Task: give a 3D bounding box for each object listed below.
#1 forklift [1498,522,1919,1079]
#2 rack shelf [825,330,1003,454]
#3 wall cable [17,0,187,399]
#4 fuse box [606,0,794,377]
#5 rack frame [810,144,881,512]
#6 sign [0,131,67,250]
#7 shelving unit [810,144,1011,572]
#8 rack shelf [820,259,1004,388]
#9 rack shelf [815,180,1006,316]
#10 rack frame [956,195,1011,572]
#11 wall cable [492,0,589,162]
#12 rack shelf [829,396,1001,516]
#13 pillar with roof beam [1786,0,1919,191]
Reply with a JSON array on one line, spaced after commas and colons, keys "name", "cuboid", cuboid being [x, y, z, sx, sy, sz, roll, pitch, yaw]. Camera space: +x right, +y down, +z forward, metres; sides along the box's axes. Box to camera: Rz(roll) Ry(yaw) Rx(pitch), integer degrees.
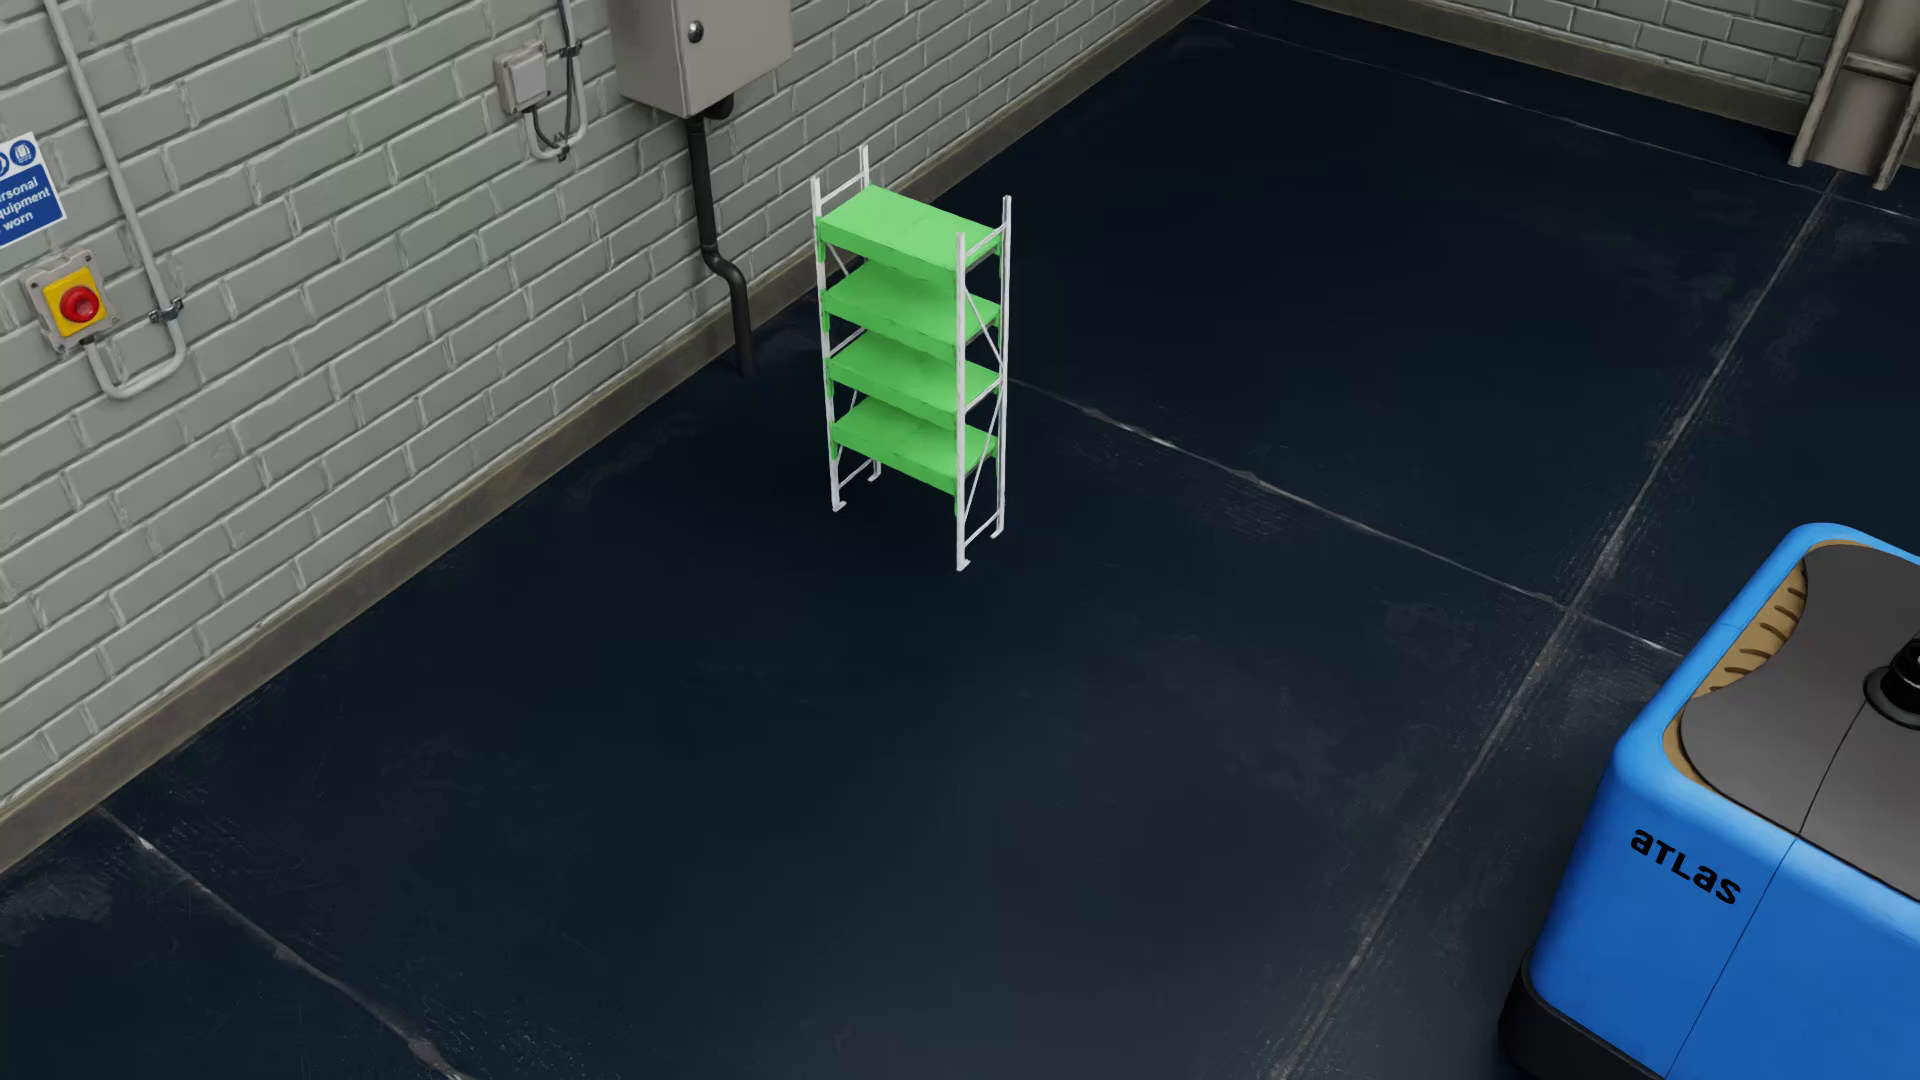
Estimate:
[{"name": "forklift", "cuboid": [2.676, 0.544, 2.444, 3.031, 2.935, 1.130, 31, 51, 30]}, {"name": "rack shelf", "cuboid": [-0.136, -0.463, 4.963, 0.480, 0.148, 0.258, 25, 48, 25]}, {"name": "wall cable", "cuboid": [-2.045, -1.016, 3.351, 0.123, 1.953, 0.585, 25, 48, 25]}, {"name": "fuse box", "cuboid": [-0.719, -1.237, 5.349, 0.414, 1.711, 0.539, 25, 48, 25]}, {"name": "rack frame", "cuboid": [-0.335, -0.604, 5.025, 0.015, 1.200, 0.240, 25, 48, 25]}, {"name": "sign", "cuboid": [-2.123, -0.724, 3.607, 0.001, 0.218, 0.327, 25, 48, 25]}, {"name": "shelving unit", "cuboid": [-0.136, -0.511, 4.921, 0.503, 1.200, 0.258, 25, 48, 25]}, {"name": "rack shelf", "cuboid": [-0.136, -0.642, 4.803, 0.480, 0.148, 0.258, 25, 48, 25]}, {"name": "rack shelf", "cuboid": [-0.136, -0.821, 4.643, 0.480, 0.148, 0.258, 25, 48, 25]}, {"name": "rack frame", "cuboid": [0.064, -0.417, 4.816, 0.015, 1.200, 0.240, 25, 48, 25]}, {"name": "wall cable", "cuboid": [-1.240, -1.784, 4.232, 0.122, 1.984, 0.588, 25, 48, 25]}, {"name": "rack shelf", "cuboid": [-0.136, -0.284, 5.123, 0.480, 0.148, 0.258, 25, 48, 25]}, {"name": "pillar with roof beam", "cuboid": [1.270, -2.601, 1.408, 0.400, 9.000, 9.100, 25, 48, 25]}]
